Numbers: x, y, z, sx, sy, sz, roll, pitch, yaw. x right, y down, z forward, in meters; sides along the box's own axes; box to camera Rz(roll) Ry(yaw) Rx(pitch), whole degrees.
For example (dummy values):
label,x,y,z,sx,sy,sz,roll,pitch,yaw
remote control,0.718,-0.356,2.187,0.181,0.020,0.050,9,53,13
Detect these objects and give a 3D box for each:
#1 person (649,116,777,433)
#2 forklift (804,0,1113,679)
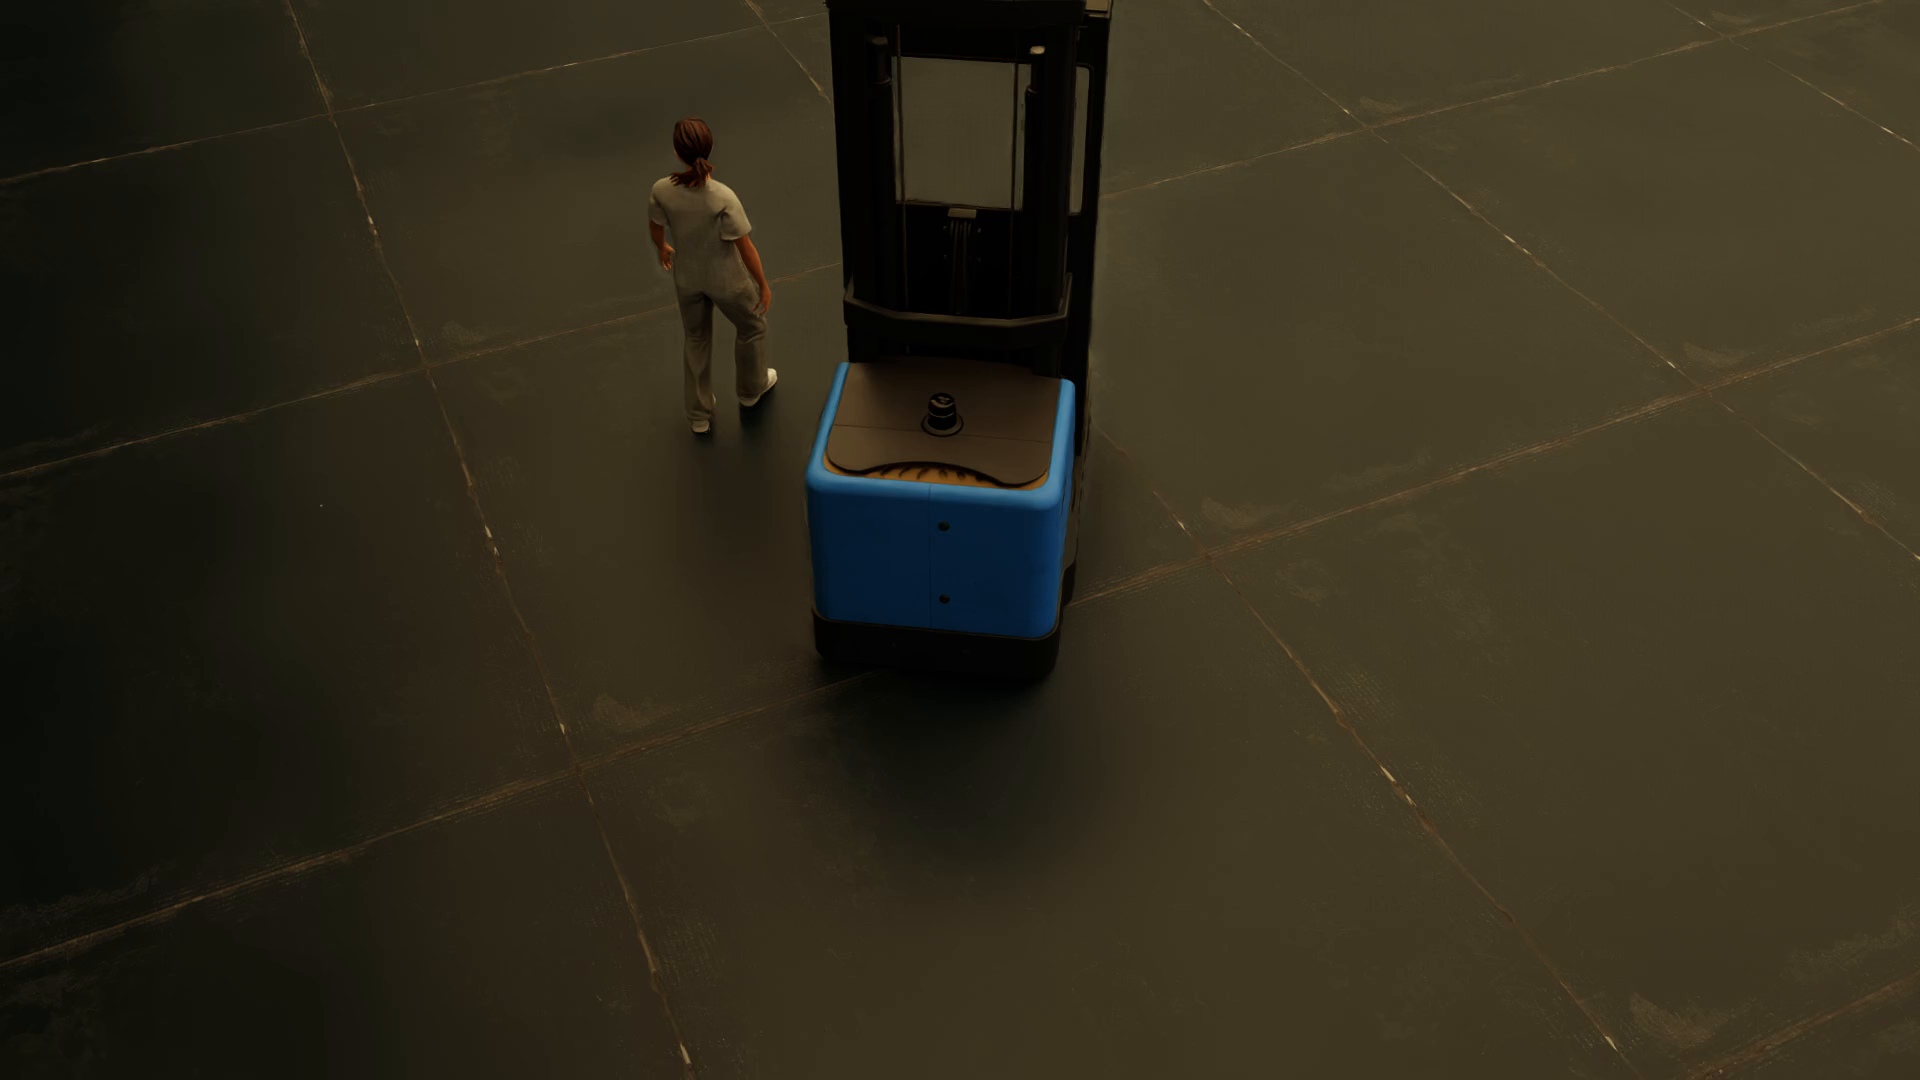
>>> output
label,x,y,z,sx,sy,sz,roll,pitch,yaw
person,-1.171,-1.309,8.021,0.629,1.653,0.573,11,44,11
forklift,0.067,-1.487,7.274,1.130,2.935,3.031,5,43,5
